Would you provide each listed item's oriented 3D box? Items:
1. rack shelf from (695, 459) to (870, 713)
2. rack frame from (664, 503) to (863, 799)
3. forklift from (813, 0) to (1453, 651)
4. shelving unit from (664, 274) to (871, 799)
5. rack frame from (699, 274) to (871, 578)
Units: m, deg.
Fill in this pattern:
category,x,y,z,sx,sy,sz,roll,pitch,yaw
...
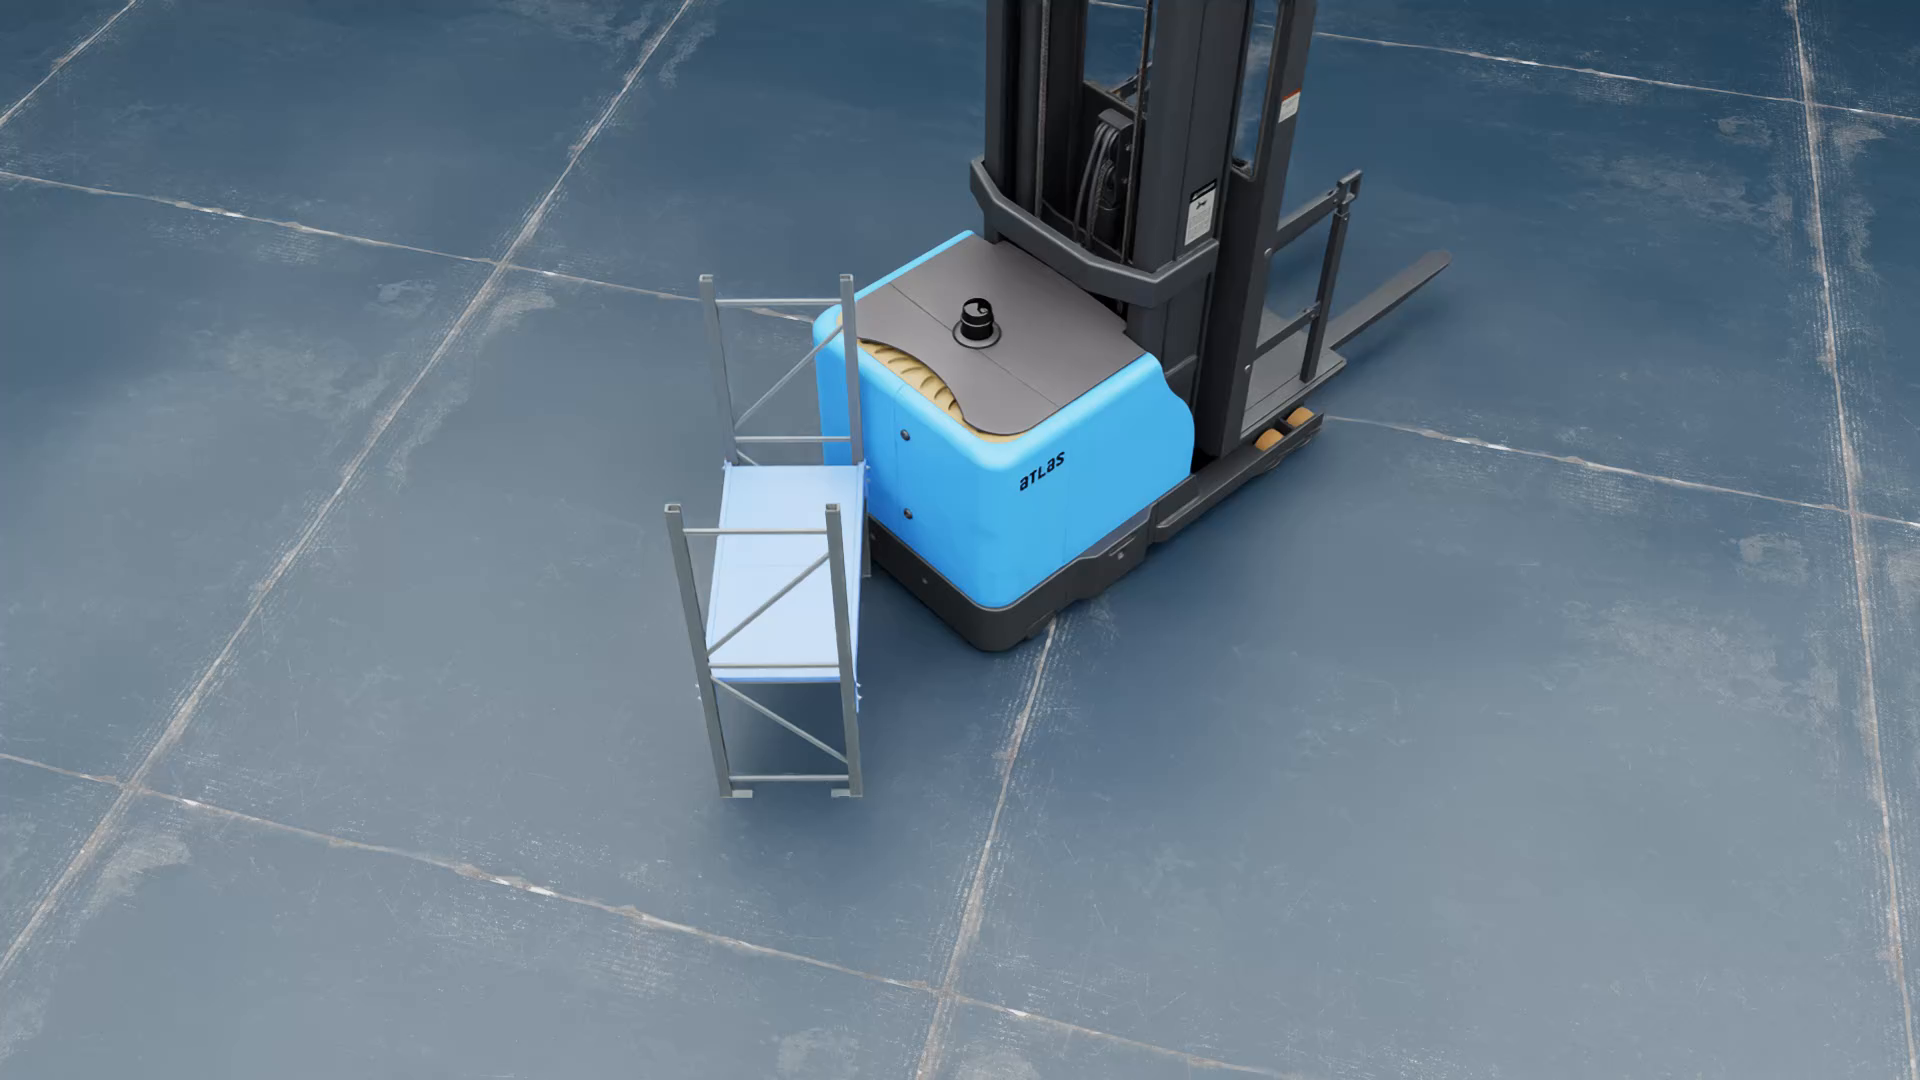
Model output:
category,x,y,z,sx,sy,sz,roll,pitch,yaw
rack shelf,-0.596,0.141,5.784,0.538,0.185,1.000,0,49,0
rack frame,-0.593,0.403,5.313,0.500,1.500,0.032,0,49,0
forklift,0.884,-1.528,6.063,3.031,2.935,1.130,-34,57,-26
shelving unit,-0.596,0.022,5.649,0.538,1.500,1.048,0,49,0
rack frame,-0.599,-0.359,5.986,0.500,1.500,0.032,0,49,0
